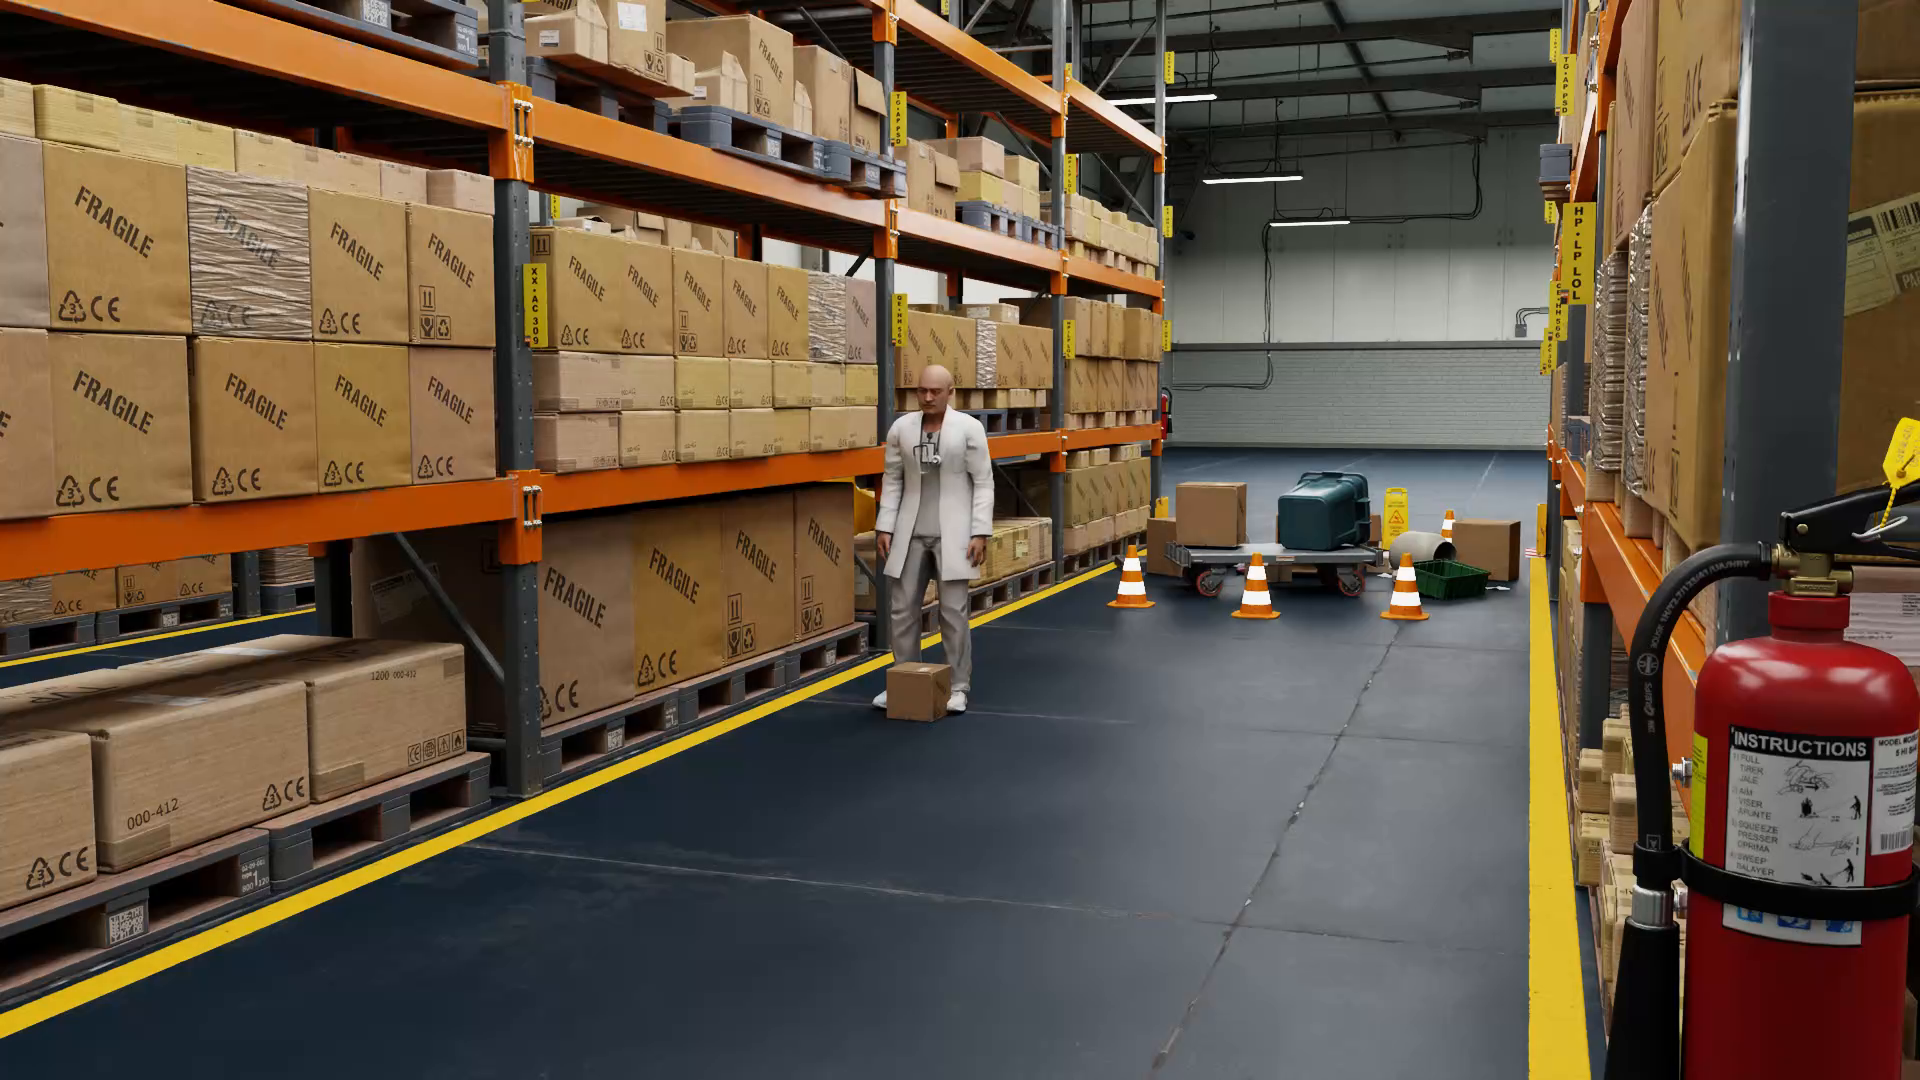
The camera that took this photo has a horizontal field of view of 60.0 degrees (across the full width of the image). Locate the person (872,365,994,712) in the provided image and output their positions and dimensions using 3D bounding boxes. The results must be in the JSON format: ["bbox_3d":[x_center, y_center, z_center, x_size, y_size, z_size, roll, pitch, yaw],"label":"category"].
[{"bbox_3d":[-0.138,-0.014,8.589,0.640,1.773,0.424,2,5,18],"label":"person"}]
